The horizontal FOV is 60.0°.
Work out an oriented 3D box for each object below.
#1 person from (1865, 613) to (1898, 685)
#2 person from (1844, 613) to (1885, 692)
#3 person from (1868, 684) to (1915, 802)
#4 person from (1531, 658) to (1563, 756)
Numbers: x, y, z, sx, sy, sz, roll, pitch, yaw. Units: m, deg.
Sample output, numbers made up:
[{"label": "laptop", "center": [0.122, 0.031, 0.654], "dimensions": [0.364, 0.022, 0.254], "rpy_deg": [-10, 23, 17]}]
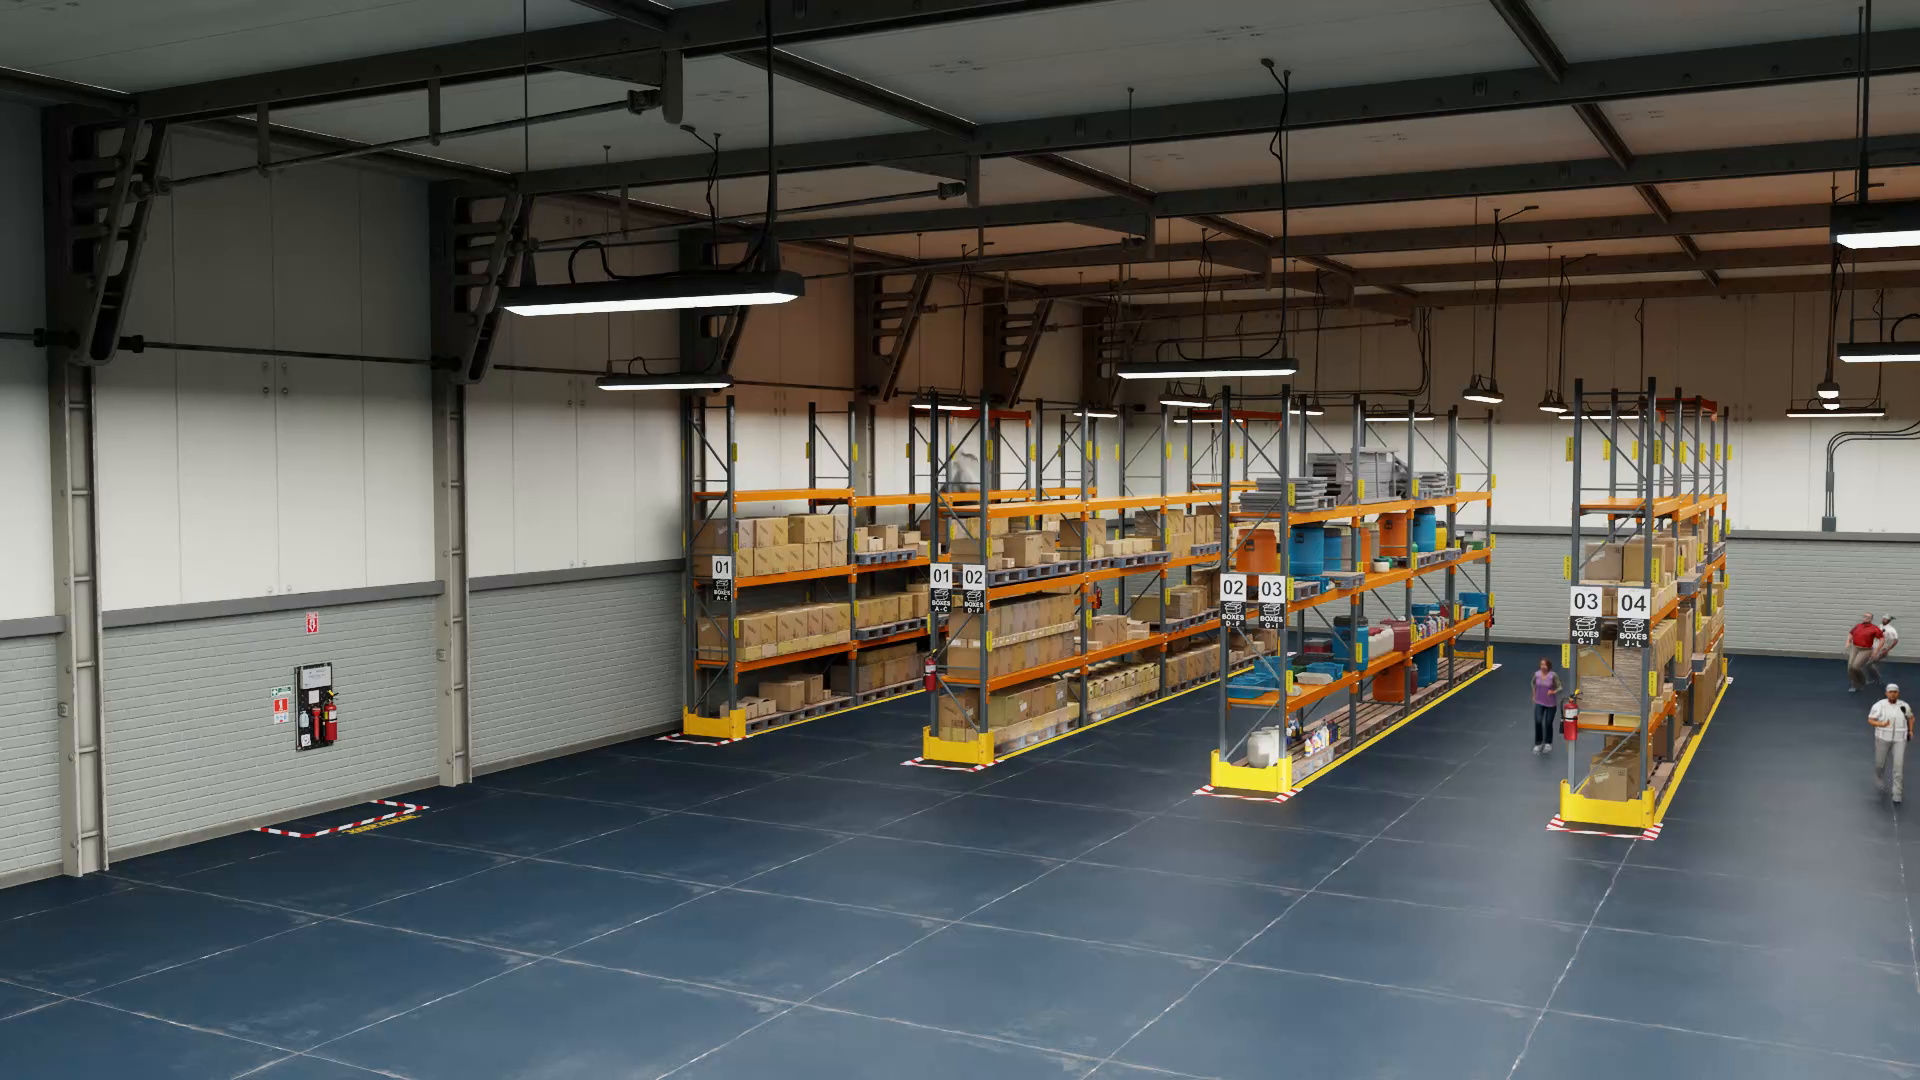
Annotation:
[{"label": "person", "center": [19.669, 2.337, 35.644], "dimensions": [0.580, 1.600, 0.694], "rpy_deg": [0, 3, 9]}, {"label": "person", "center": [18.799, 2.349, 34.700], "dimensions": [0.560, 1.674, 0.717], "rpy_deg": [-1, 3, -24]}, {"label": "person", "center": [13.478, 2.897, 24.060], "dimensions": [0.614, 1.643, 0.917], "rpy_deg": [1, 3, 24]}, {"label": "person", "center": [9.700, 2.756, 27.522], "dimensions": [0.530, 1.621, 0.700], "rpy_deg": [2, 3, 27]}]
